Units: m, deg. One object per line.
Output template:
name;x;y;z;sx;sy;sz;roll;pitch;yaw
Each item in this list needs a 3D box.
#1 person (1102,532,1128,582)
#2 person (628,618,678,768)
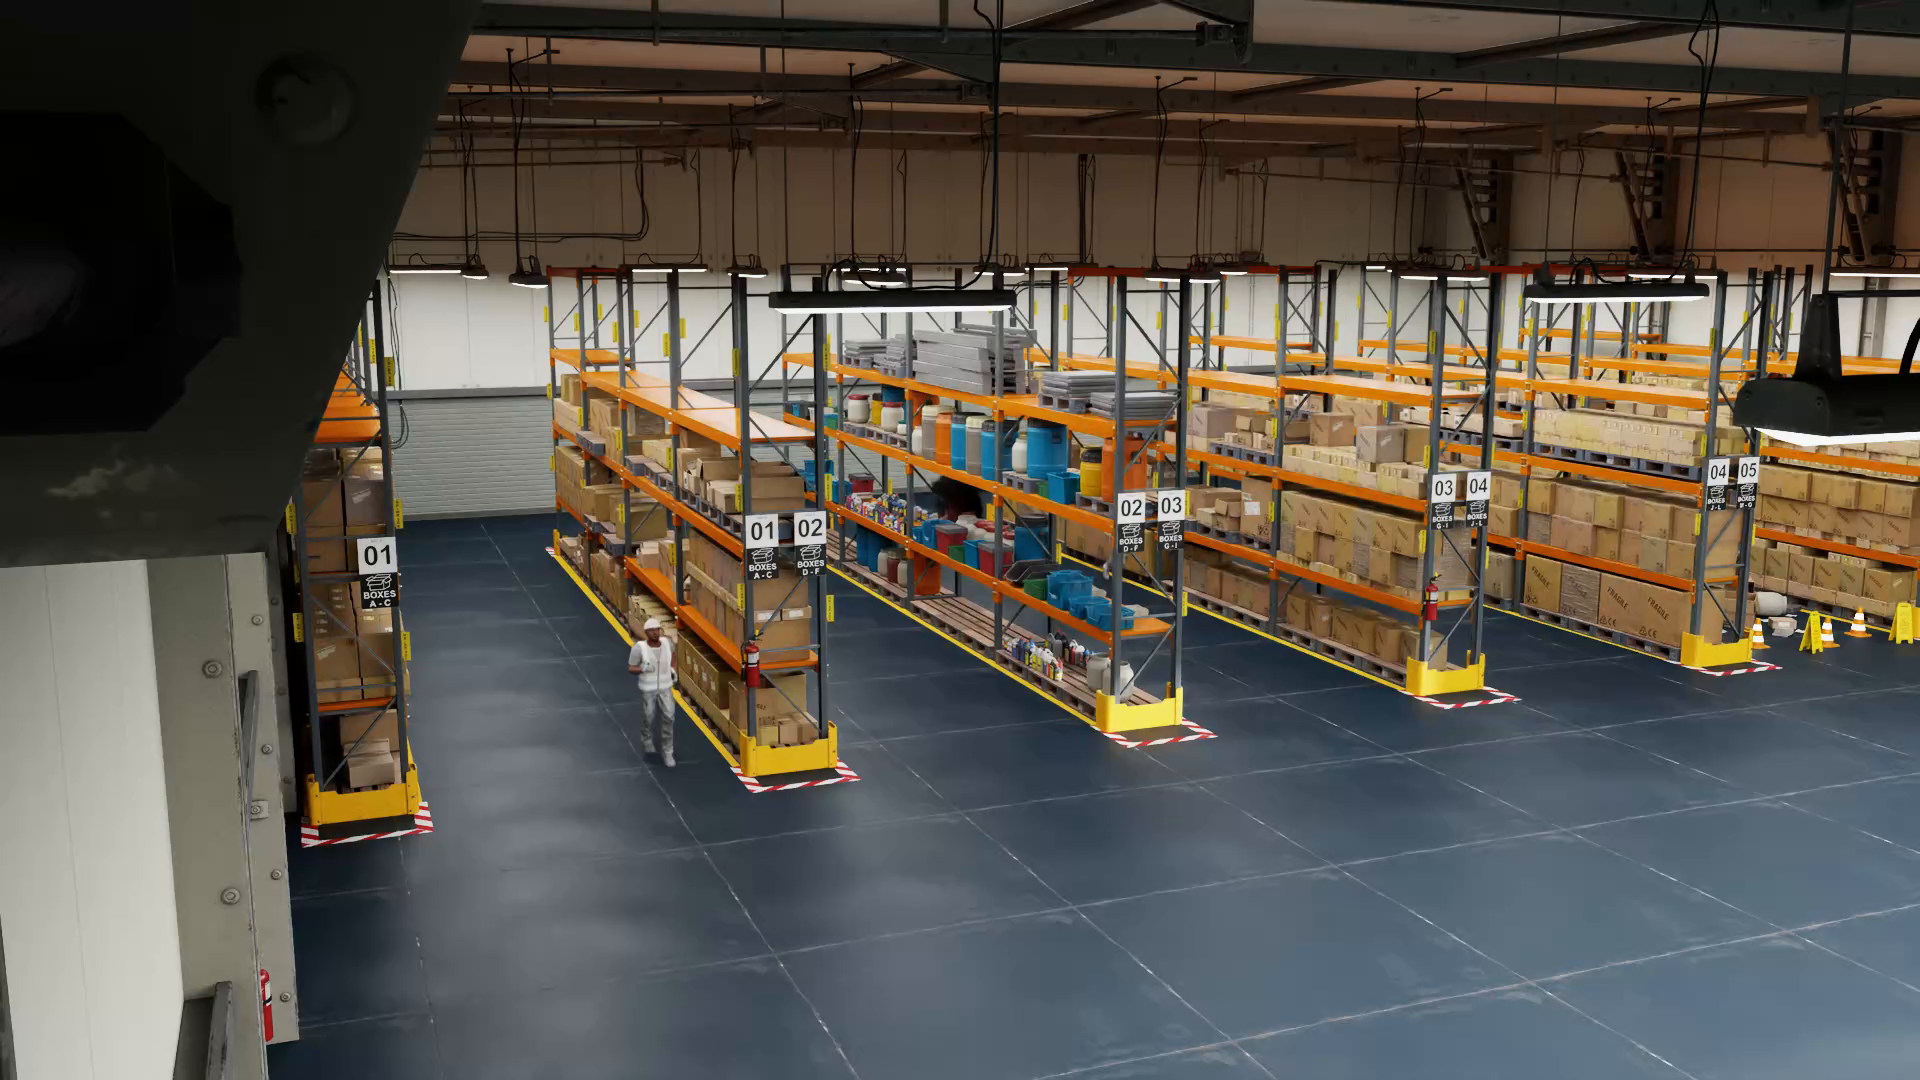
person;2.885;-0.105;30.549;0.699;1.737;0.593;-6;12;-33
person;-3.802;1.874;20.709;0.664;1.835;0.775;-4;11;-23
